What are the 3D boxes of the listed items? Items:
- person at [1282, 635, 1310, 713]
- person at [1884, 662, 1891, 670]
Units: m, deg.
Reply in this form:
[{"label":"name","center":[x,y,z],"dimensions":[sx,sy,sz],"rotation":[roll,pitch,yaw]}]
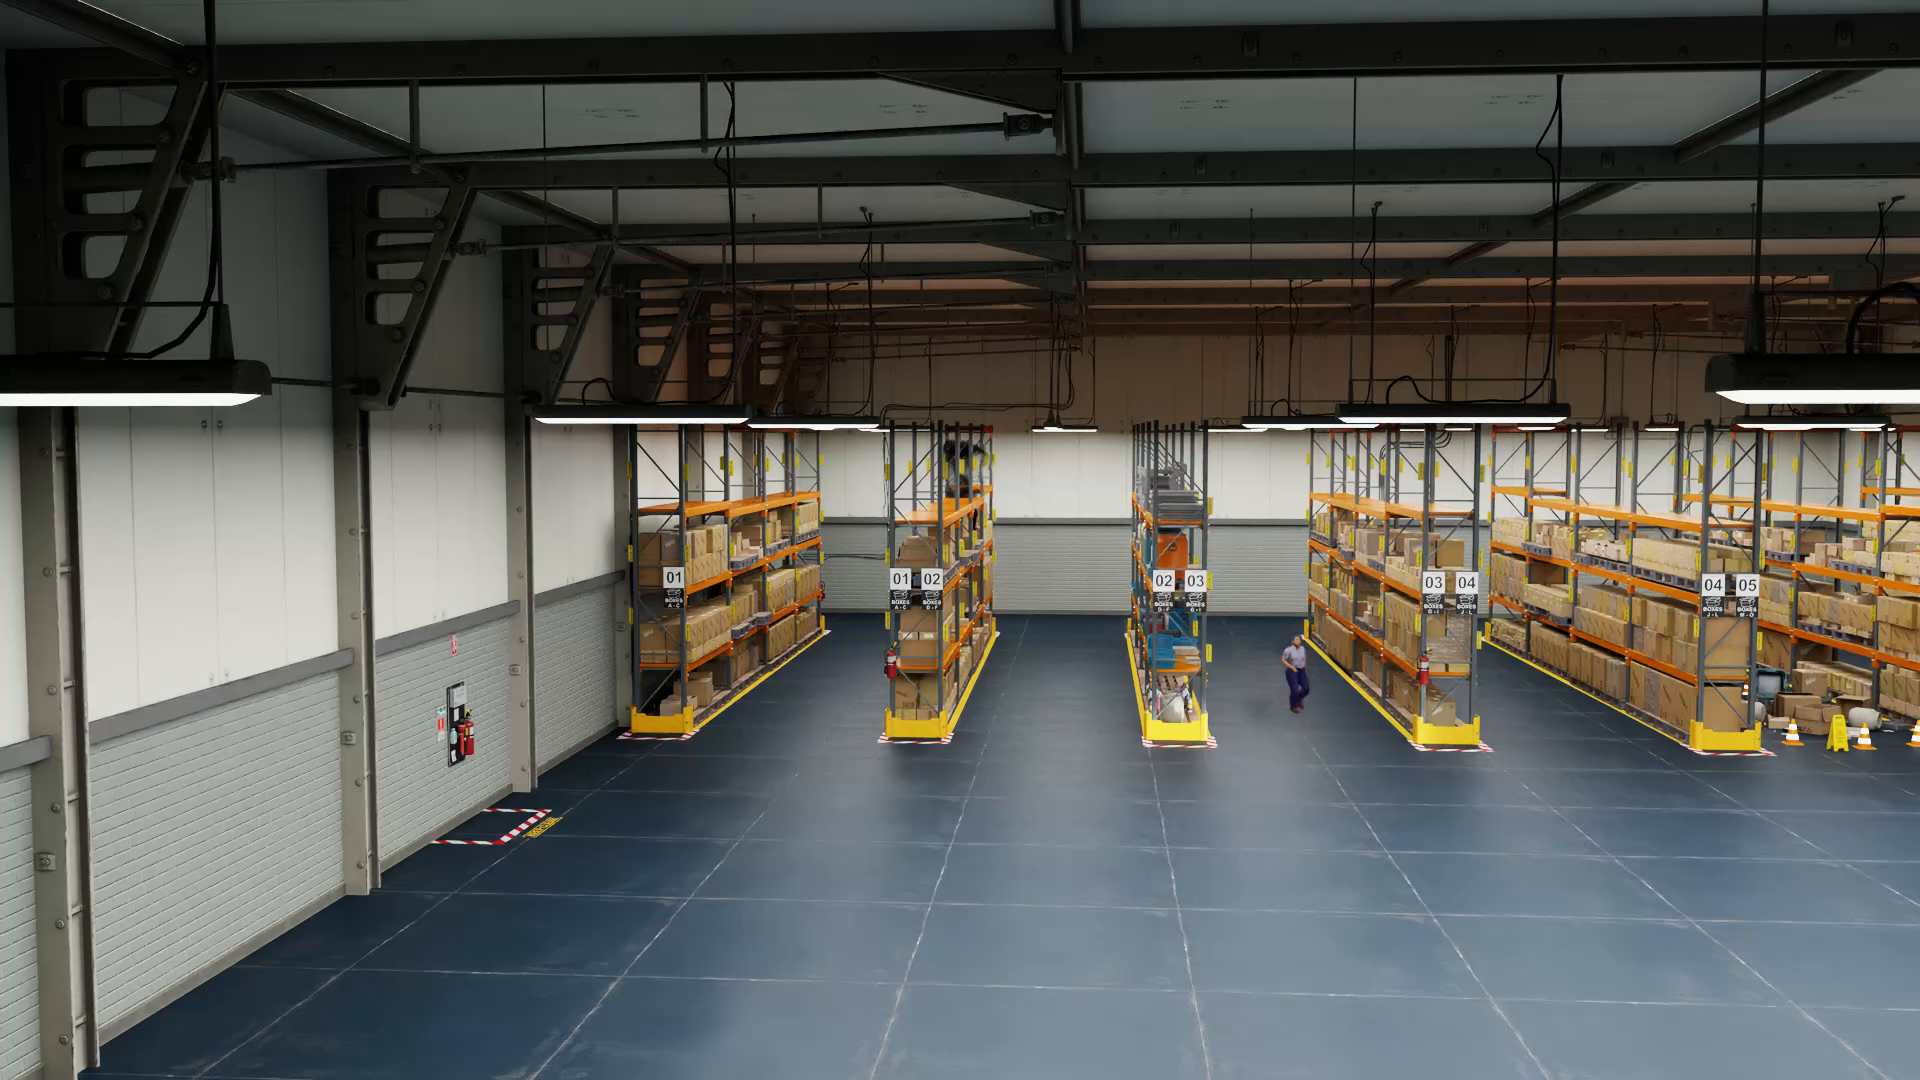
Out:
[{"label":"person","center":[6.928,2.765,34.228],"dimensions":[0.618,1.603,0.522],"rotation":[-1,4,-17]},{"label":"person","center":[21.122,2.561,37.684],"dimensions":[0.522,1.553,0.490],"rotation":[0,4,-3]}]
